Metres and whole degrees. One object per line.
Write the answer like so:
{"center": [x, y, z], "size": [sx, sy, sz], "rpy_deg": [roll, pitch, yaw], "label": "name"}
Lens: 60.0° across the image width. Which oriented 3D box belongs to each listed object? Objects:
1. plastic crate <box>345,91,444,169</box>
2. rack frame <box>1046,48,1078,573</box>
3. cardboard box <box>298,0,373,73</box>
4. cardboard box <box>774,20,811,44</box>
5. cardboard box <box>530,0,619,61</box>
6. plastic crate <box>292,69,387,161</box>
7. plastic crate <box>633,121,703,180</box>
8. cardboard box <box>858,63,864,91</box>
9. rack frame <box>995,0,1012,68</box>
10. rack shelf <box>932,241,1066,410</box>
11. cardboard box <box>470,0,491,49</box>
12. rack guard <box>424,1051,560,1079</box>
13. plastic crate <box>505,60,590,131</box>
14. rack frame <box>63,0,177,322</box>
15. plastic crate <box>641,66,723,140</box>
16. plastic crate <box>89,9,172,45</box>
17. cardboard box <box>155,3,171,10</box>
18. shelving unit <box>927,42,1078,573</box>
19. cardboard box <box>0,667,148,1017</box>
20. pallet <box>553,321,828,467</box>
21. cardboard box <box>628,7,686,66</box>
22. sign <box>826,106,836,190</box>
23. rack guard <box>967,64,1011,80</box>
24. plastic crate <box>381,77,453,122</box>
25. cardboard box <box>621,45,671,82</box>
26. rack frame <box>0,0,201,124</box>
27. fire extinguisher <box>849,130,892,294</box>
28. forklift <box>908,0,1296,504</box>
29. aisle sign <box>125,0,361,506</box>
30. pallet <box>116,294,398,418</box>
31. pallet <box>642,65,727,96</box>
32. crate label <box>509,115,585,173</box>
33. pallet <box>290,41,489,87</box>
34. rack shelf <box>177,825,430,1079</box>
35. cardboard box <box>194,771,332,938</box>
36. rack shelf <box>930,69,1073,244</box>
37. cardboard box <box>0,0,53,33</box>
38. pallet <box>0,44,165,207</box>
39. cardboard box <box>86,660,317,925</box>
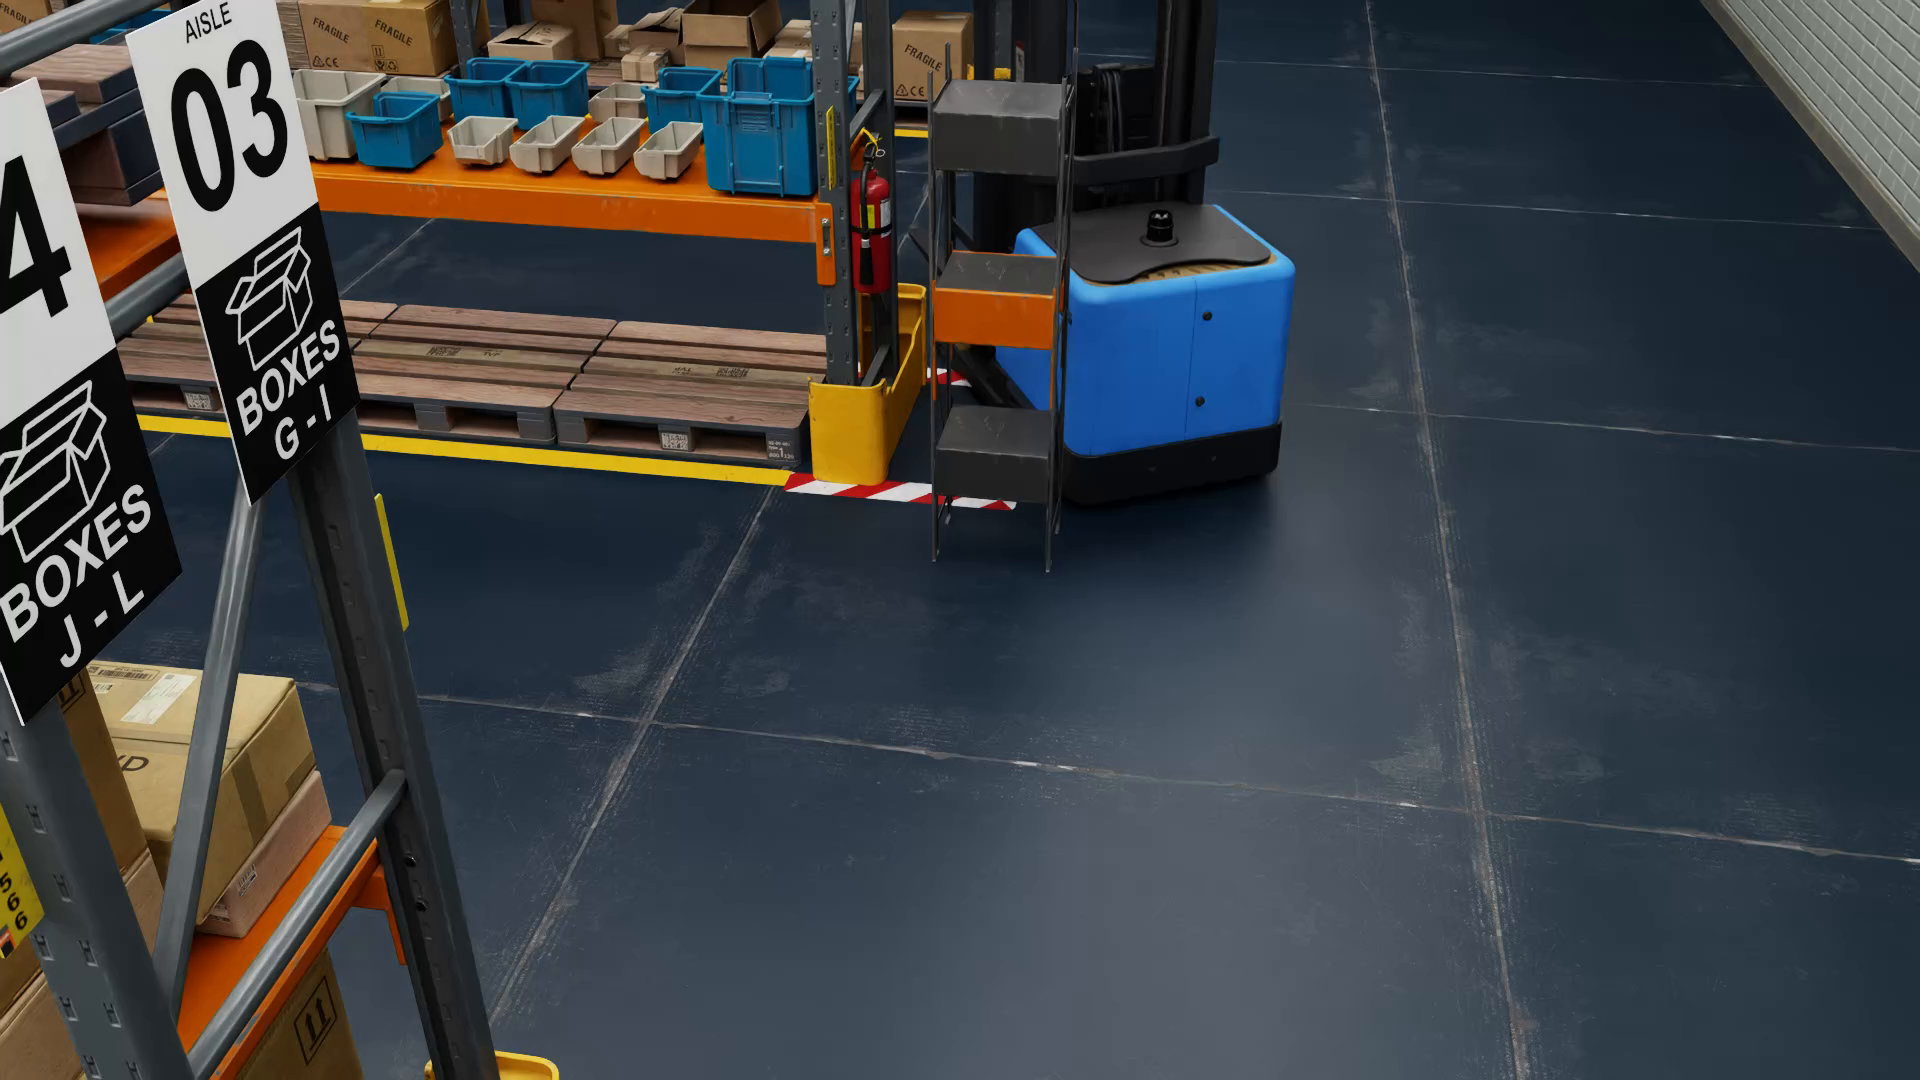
{"center": [-2.520, -1.835, 7.456], "size": [0.300, 0.233, 0.416], "rpy_deg": [5, 32, 8], "label": "plastic crate"}
{"center": [0.404, -0.853, 6.634], "size": [0.015, 2.100, 0.400], "rpy_deg": [5, 32, 8], "label": "rack frame"}
{"center": [-4.579, -3.849, 12.513], "size": [0.500, 0.500, 0.500], "rpy_deg": [5, 32, 8], "label": "cardboard box"}
{"center": [-1.089, -3.729, 12.557], "size": [0.500, 0.250, 0.500], "rpy_deg": [5, 32, 8], "label": "cardboard box"}
{"center": [-2.949, -4.003, 12.760], "size": [0.500, 0.500, 0.500], "rpy_deg": [5, 32, 8], "label": "cardboard box"}
{"center": [-2.921, -1.931, 7.563], "size": [0.530, 0.282, 0.437], "rpy_deg": [5, 32, 8], "label": "plastic crate"}
{"center": [-1.287, -1.723, 7.368], "size": [0.243, 0.136, 0.396], "rpy_deg": [5, 32, 8], "label": "plastic crate"}
{"center": [-0.577, -3.410, 12.127], "size": [0.250, 0.166, 0.380], "rpy_deg": [5, 32, 8], "label": "cardboard box"}
{"center": [0.385, -4.422, 11.487], "size": [0.127, 3.000, 1.000], "rpy_deg": [5, 32, 8], "label": "rack frame"}
{"center": [0.163, -0.864, 6.677], "size": [0.480, 0.518, 0.431], "rpy_deg": [5, 32, 8], "label": "rack shelf"}
{"center": [-3.994, -4.077, 12.877], "size": [0.500, 0.500, 0.500], "rpy_deg": [4, 32, 6], "label": "cardboard box"}
{"center": [-1.262, 1.821, 3.870], "size": [0.348, 0.500, 1.175], "rpy_deg": [5, 32, 8], "label": "rack guard"}
{"center": [-1.938, -2.098, 7.876], "size": [0.300, 0.233, 0.416], "rpy_deg": [5, 32, 8], "label": "plastic crate"}
{"center": [-4.395, -2.189, 7.919], "size": [0.127, 3.000, 1.000], "rpy_deg": [5, 32, 8], "label": "rack frame"}
{"center": [-1.289, -2.039, 7.782], "size": [0.300, 0.233, 0.416], "rpy_deg": [5, 32, 8], "label": "plastic crate"}
{"center": [-3.878, -2.344, 8.126], "size": [0.575, 0.384, 0.392], "rpy_deg": [5, 32, 8], "label": "plastic crate"}
{"center": [-6.090, -3.982, 12.725], "size": [0.500, 0.500, 0.500], "rpy_deg": [5, 32, 8], "label": "cardboard box"}
{"center": [0.163, -0.875, 6.669], "size": [0.503, 2.100, 0.431], "rpy_deg": [5, 32, 8], "label": "shelving unit"}
{"center": [-1.810, 0.472, 2.822], "size": [0.500, 0.500, 0.500], "rpy_deg": [6, 32, 9], "label": "cardboard box"}
{"center": [-1.259, -0.744, 8.239], "size": [1.213, 0.211, 1.003], "rpy_deg": [5, 32, 8], "label": "pallet"}
{"center": [-2.210, -3.856, 12.703], "size": [0.500, 0.311, 0.500], "rpy_deg": [5, 32, 8], "label": "cardboard box"}
{"center": [-0.529, -1.612, 6.844], "size": [0.005, 0.325, 0.100], "rpy_deg": [5, 32, 8], "label": "sign"}
{"center": [0.310, -3.369, 12.161], "size": [0.348, 0.500, 1.175], "rpy_deg": [5, 32, 8], "label": "rack guard"}
{"center": [-2.628, -2.104, 7.976], "size": [0.466, 0.136, 0.293], "rpy_deg": [5, 32, 8], "label": "plastic crate"}
{"center": [-2.327, -3.542, 12.337], "size": [0.250, 0.166, 0.380], "rpy_deg": [5, 32, 8], "label": "cardboard box"}
{"center": [-1.286, -1.784, 1.619], "size": [0.127, 3.000, 1.000], "rpy_deg": [5, 32, 8], "label": "rack frame"}
{"center": [-0.380, -1.390, 7.067], "size": [0.183, 0.674, 0.296], "rpy_deg": [5, 32, 8], "label": "fire extinguisher"}
{"center": [0.507, -2.173, 7.959], "size": [1.130, 2.935, 3.031], "rpy_deg": [-10, 33, -16], "label": "forklift"}
{"center": [-1.164, -0.494, 2.761], "size": [0.004, 0.787, 0.394], "rpy_deg": [5, 32, 8], "label": "aisle sign"}
{"center": [-3.664, -0.961, 8.587], "size": [1.213, 0.211, 1.003], "rpy_deg": [5, 32, 8], "label": "pallet"}
{"center": [-1.675, -3.427, 12.527], "size": [1.213, 0.211, 1.003], "rpy_deg": [5, 32, 8], "label": "pallet"}
{"center": [-1.849, -1.769, 7.441], "size": [0.243, 0.136, 0.396], "rpy_deg": [5, 32, 8], "label": "crate label"}
{"center": [-4.367, -3.650, 12.882], "size": [1.213, 0.211, 1.003], "rpy_deg": [5, 32, 8], "label": "pallet"}
{"center": [-3.257, 0.885, 3.687], "size": [4.000, 0.370, 1.077], "rpy_deg": [5, 32, 8], "label": "rack shelf"}
{"center": [-1.580, 0.661, 3.604], "size": [0.250, 0.149, 0.380], "rpy_deg": [6, 32, 9], "label": "cardboard box"}
{"center": [0.163, -1.457, 6.305], "size": [0.480, 0.518, 0.431], "rpy_deg": [5, 32, 8], "label": "rack shelf"}
{"center": [-7.101, -4.073, 12.871], "size": [0.500, 0.500, 0.500], "rpy_deg": [7, 33, 10], "label": "cardboard box"}
{"center": [-2.019, -0.536, 2.535], "size": [1.213, 0.211, 1.003], "rpy_deg": [5, 32, 8], "label": "pallet"}
{"center": [-1.713, 0.512, 3.465], "size": [0.500, 0.250, 0.500], "rpy_deg": [4, 32, 7], "label": "cardboard box"}
